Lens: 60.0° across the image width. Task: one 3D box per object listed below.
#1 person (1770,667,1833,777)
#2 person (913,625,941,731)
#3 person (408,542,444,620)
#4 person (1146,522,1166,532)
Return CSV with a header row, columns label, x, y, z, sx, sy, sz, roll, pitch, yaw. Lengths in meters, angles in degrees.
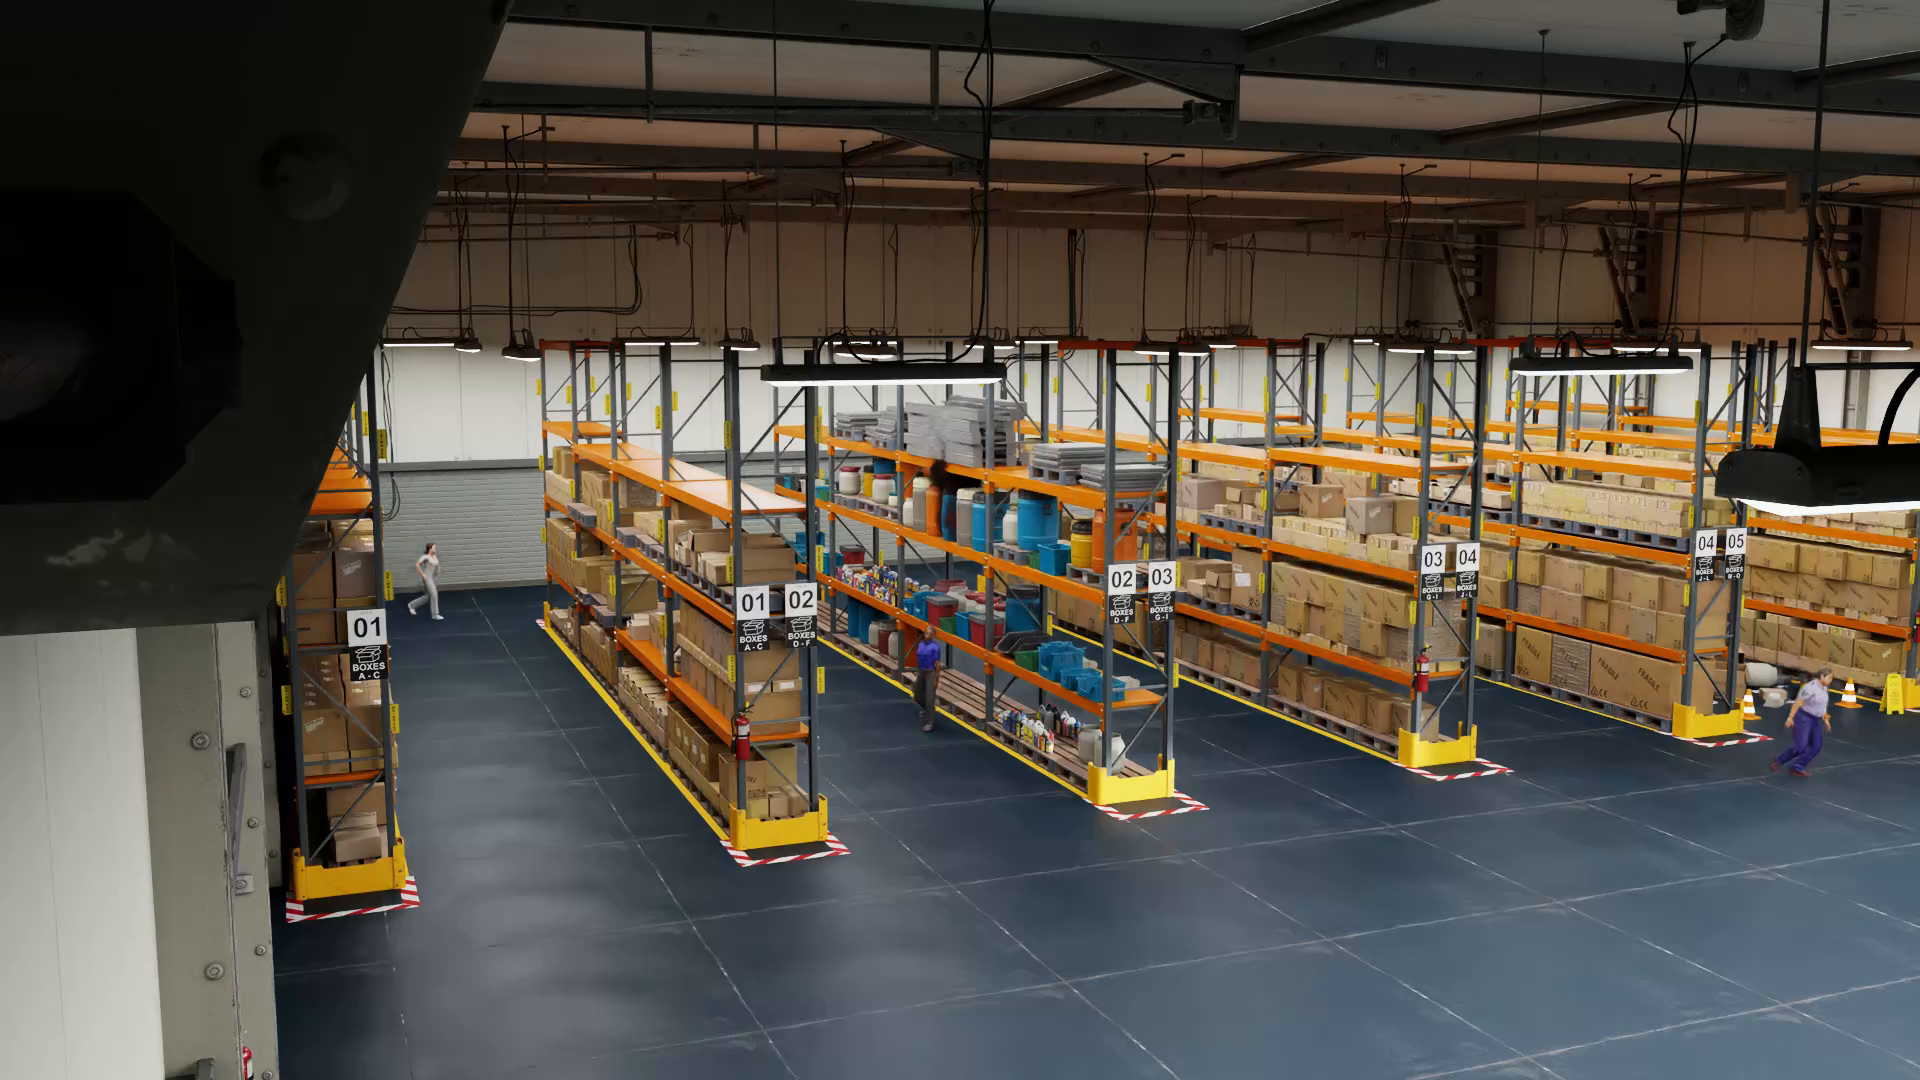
label,x,y,z,sx,sy,sz,roll,pitch,yaw
person,11.780,2.537,23.256,0.770,1.568,0.612,-6,9,-38
person,-0.509,2.131,26.113,0.673,1.647,0.586,6,10,40
person,-11.440,0.862,35.818,0.930,1.621,0.605,2,8,13
person,5.089,-0.144,42.990,0.669,1.809,0.875,4,8,28
